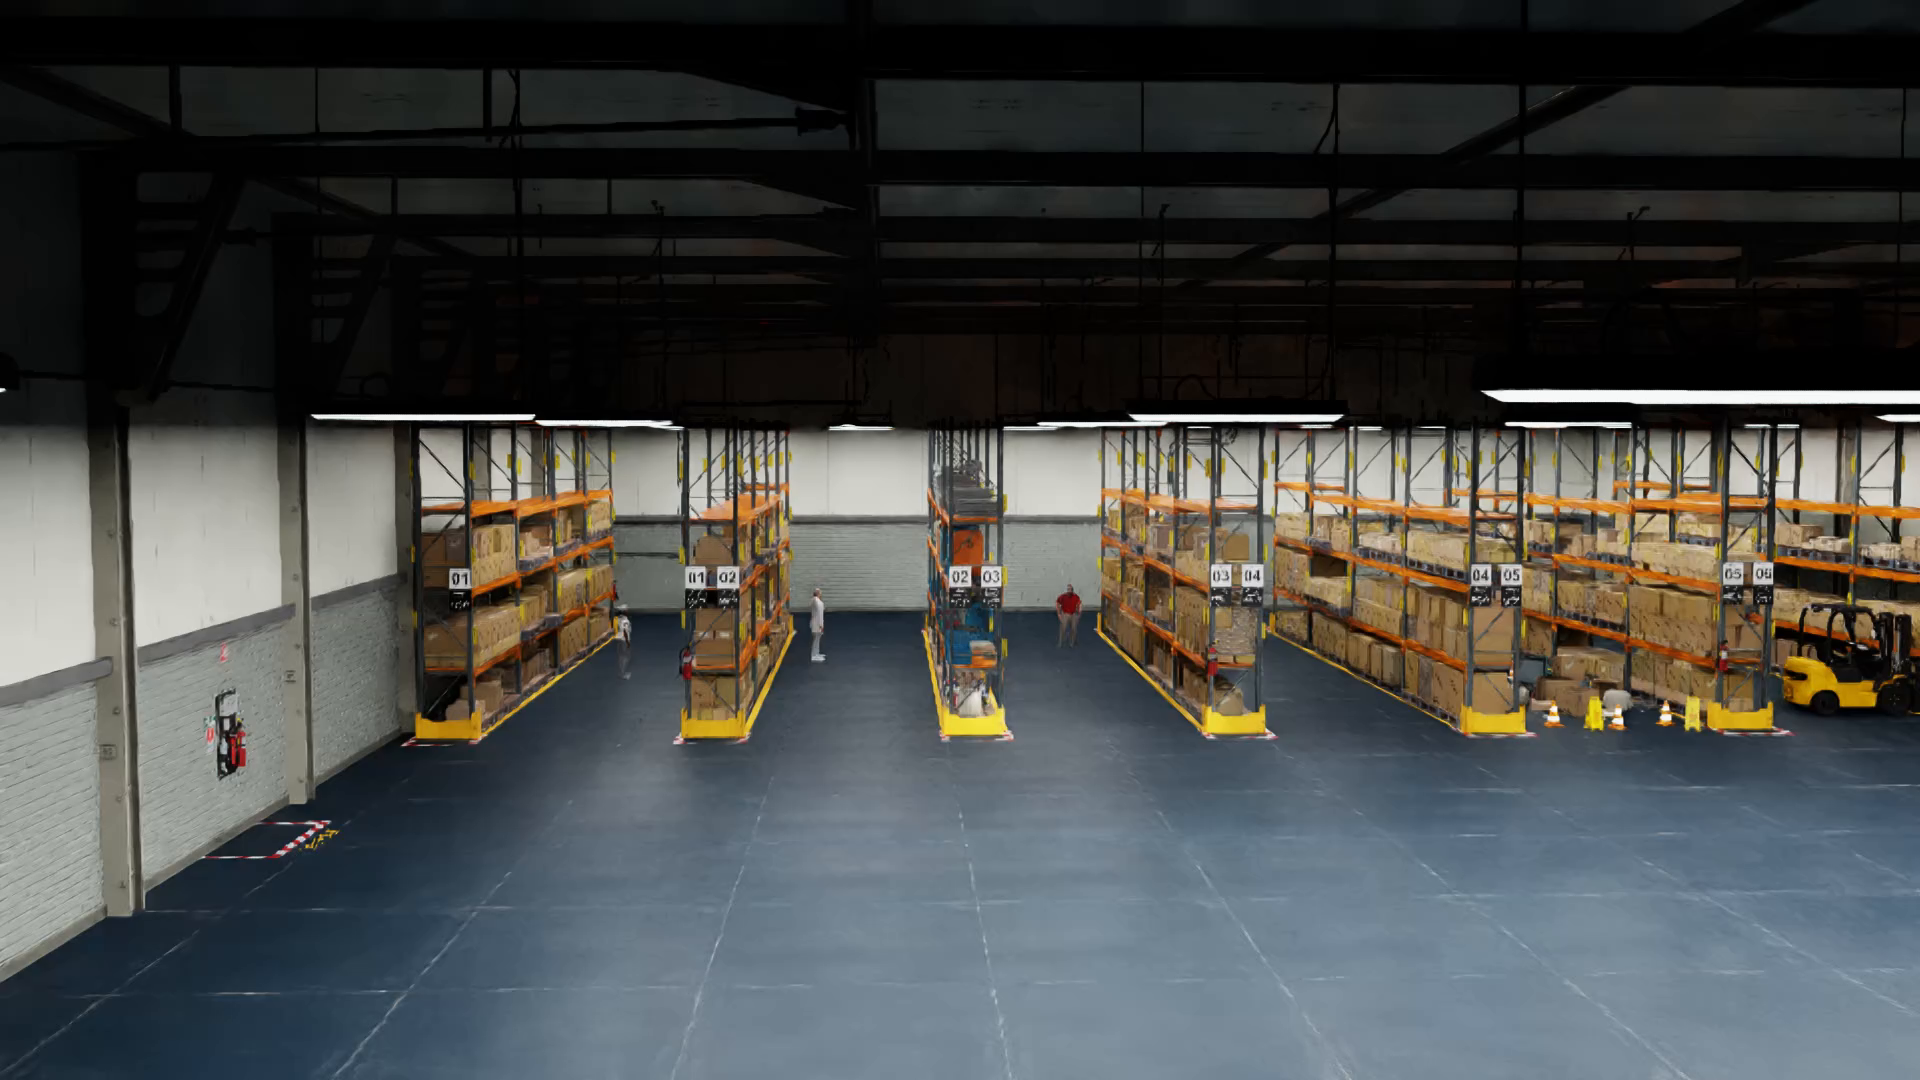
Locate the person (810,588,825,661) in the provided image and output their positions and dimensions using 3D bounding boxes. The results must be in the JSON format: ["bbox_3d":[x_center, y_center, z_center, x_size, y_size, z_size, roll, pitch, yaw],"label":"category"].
[{"bbox_3d":[-3.539,2.099,41.585,0.448,1.782,0.674,-1,4,-21],"label":"person"}]

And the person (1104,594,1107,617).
[{"bbox_3d":[4.573,1.560,51.289,0.587,1.642,0.470,-3,5,-36],"label":"person"}]

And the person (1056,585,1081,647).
[{"bbox_3d":[2.882,2.010,44.173,0.682,1.676,0.535,0,4,-5],"label":"person"}]

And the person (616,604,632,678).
[{"bbox_3d":[-7.829,2.383,38.808,0.372,1.737,0.526,-2,4,-30],"label":"person"}]
